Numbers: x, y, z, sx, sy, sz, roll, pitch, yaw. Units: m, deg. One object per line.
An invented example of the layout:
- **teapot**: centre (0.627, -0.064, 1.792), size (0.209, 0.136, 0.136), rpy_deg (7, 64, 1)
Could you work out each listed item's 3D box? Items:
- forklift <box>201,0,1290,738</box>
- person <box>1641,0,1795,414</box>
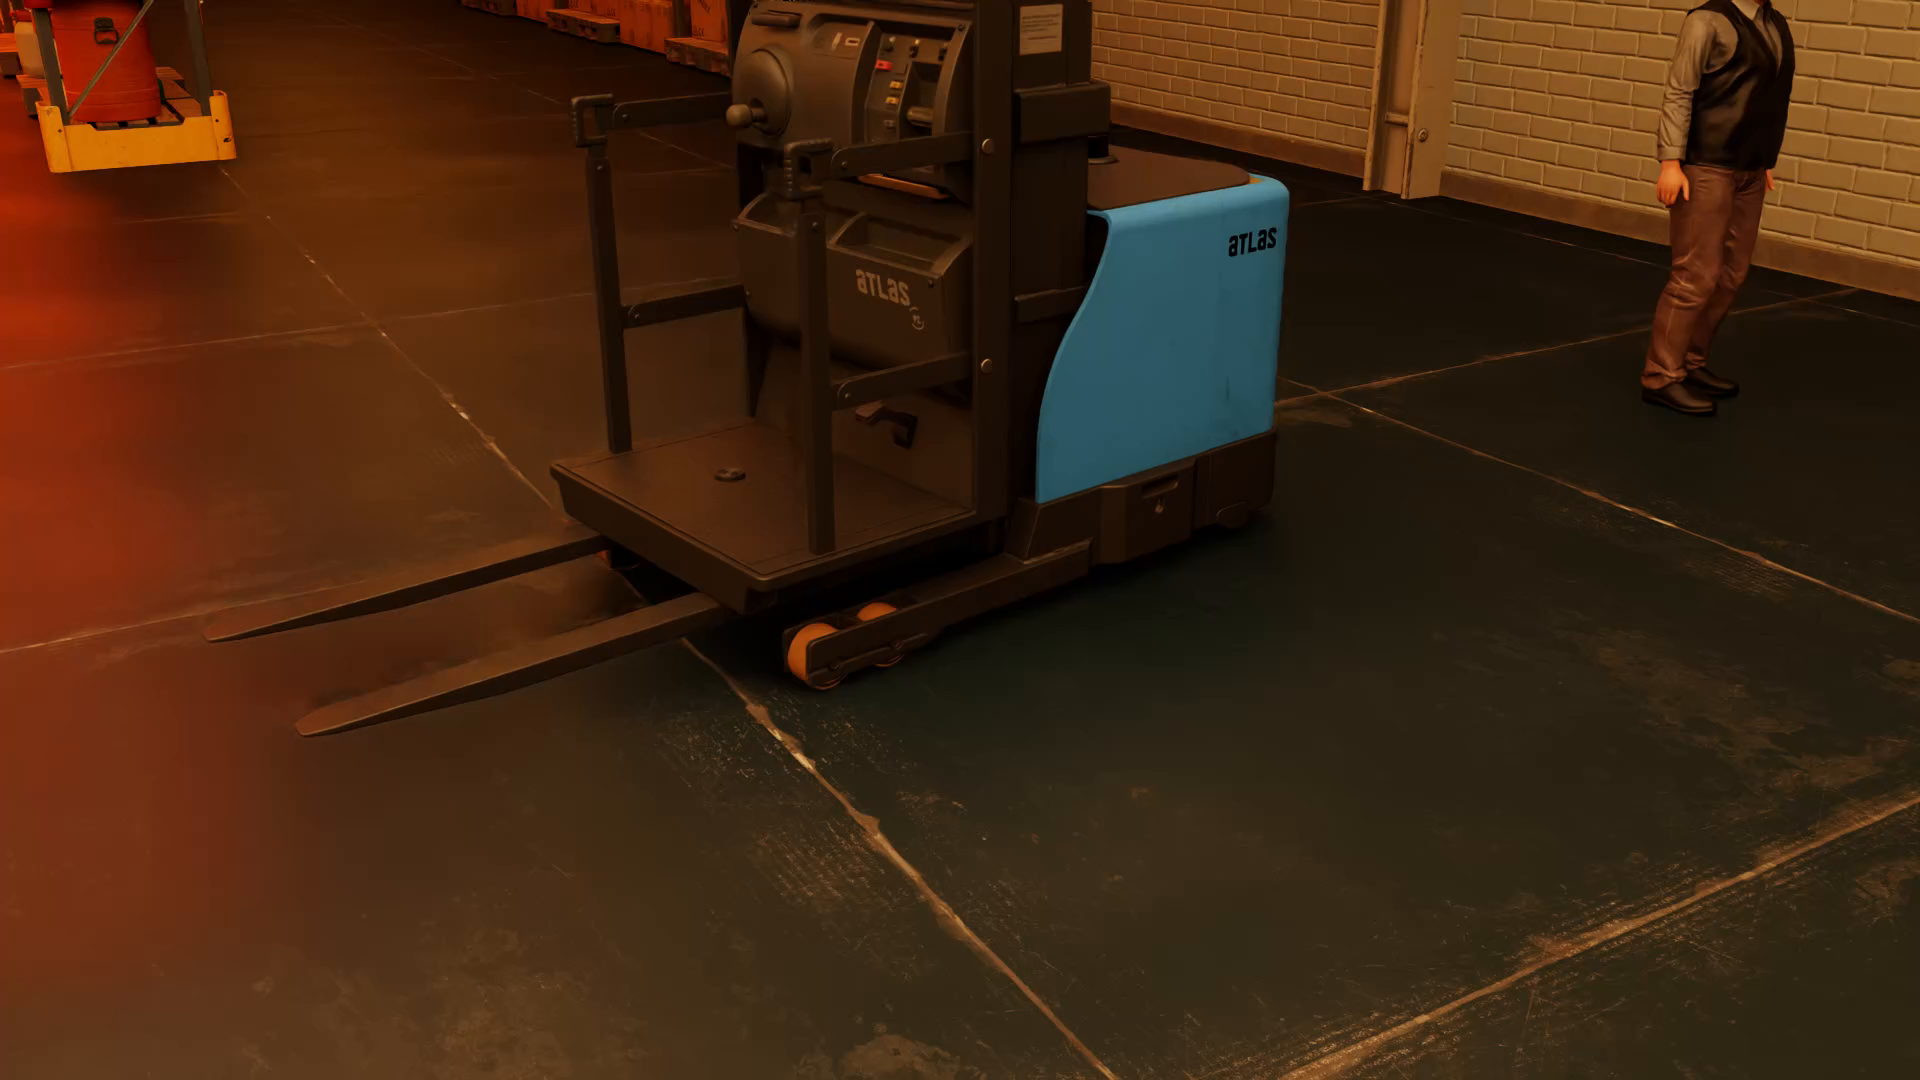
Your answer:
- **forklift**: centre (-0.460, -1.202, 4.203), size (3.031, 2.935, 1.130), rpy_deg (-18, 28, -37)
- **person**: centre (2.839, -1.356, 6.175), size (0.632, 1.723, 0.411), rpy_deg (-16, 27, -34)
